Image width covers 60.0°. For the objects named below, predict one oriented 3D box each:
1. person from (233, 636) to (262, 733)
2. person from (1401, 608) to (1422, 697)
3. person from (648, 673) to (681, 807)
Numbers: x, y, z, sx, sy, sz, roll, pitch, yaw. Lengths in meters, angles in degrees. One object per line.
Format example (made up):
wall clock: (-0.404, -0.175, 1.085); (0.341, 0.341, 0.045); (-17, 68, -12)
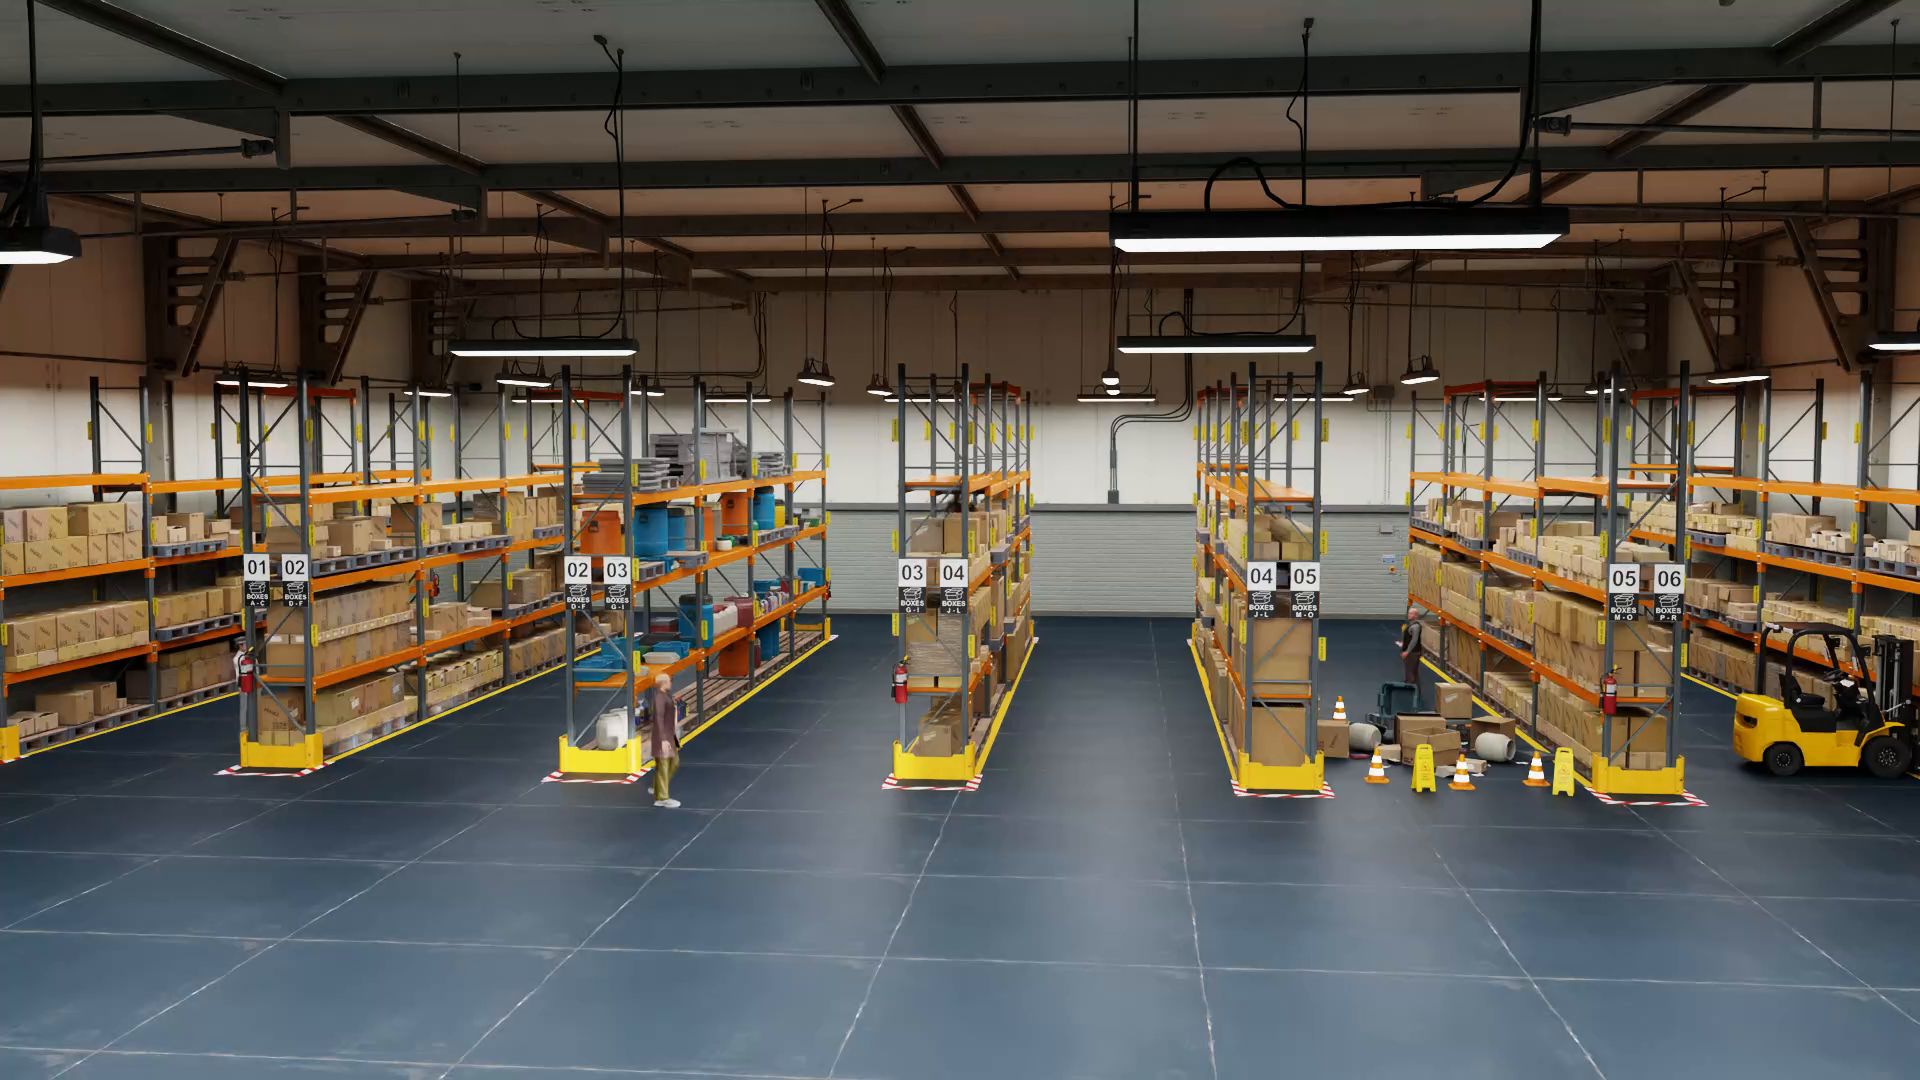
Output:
person: (-11.650, 2.429, 27.242); (0.523, 1.716, 0.495); (2, 4, 32)
person: (8.469, 2.155, 31.213); (0.400, 1.756, 0.582); (2, 4, 23)
person: (-3.995, 2.694, 22.355); (0.488, 1.807, 0.678); (0, 4, -3)
